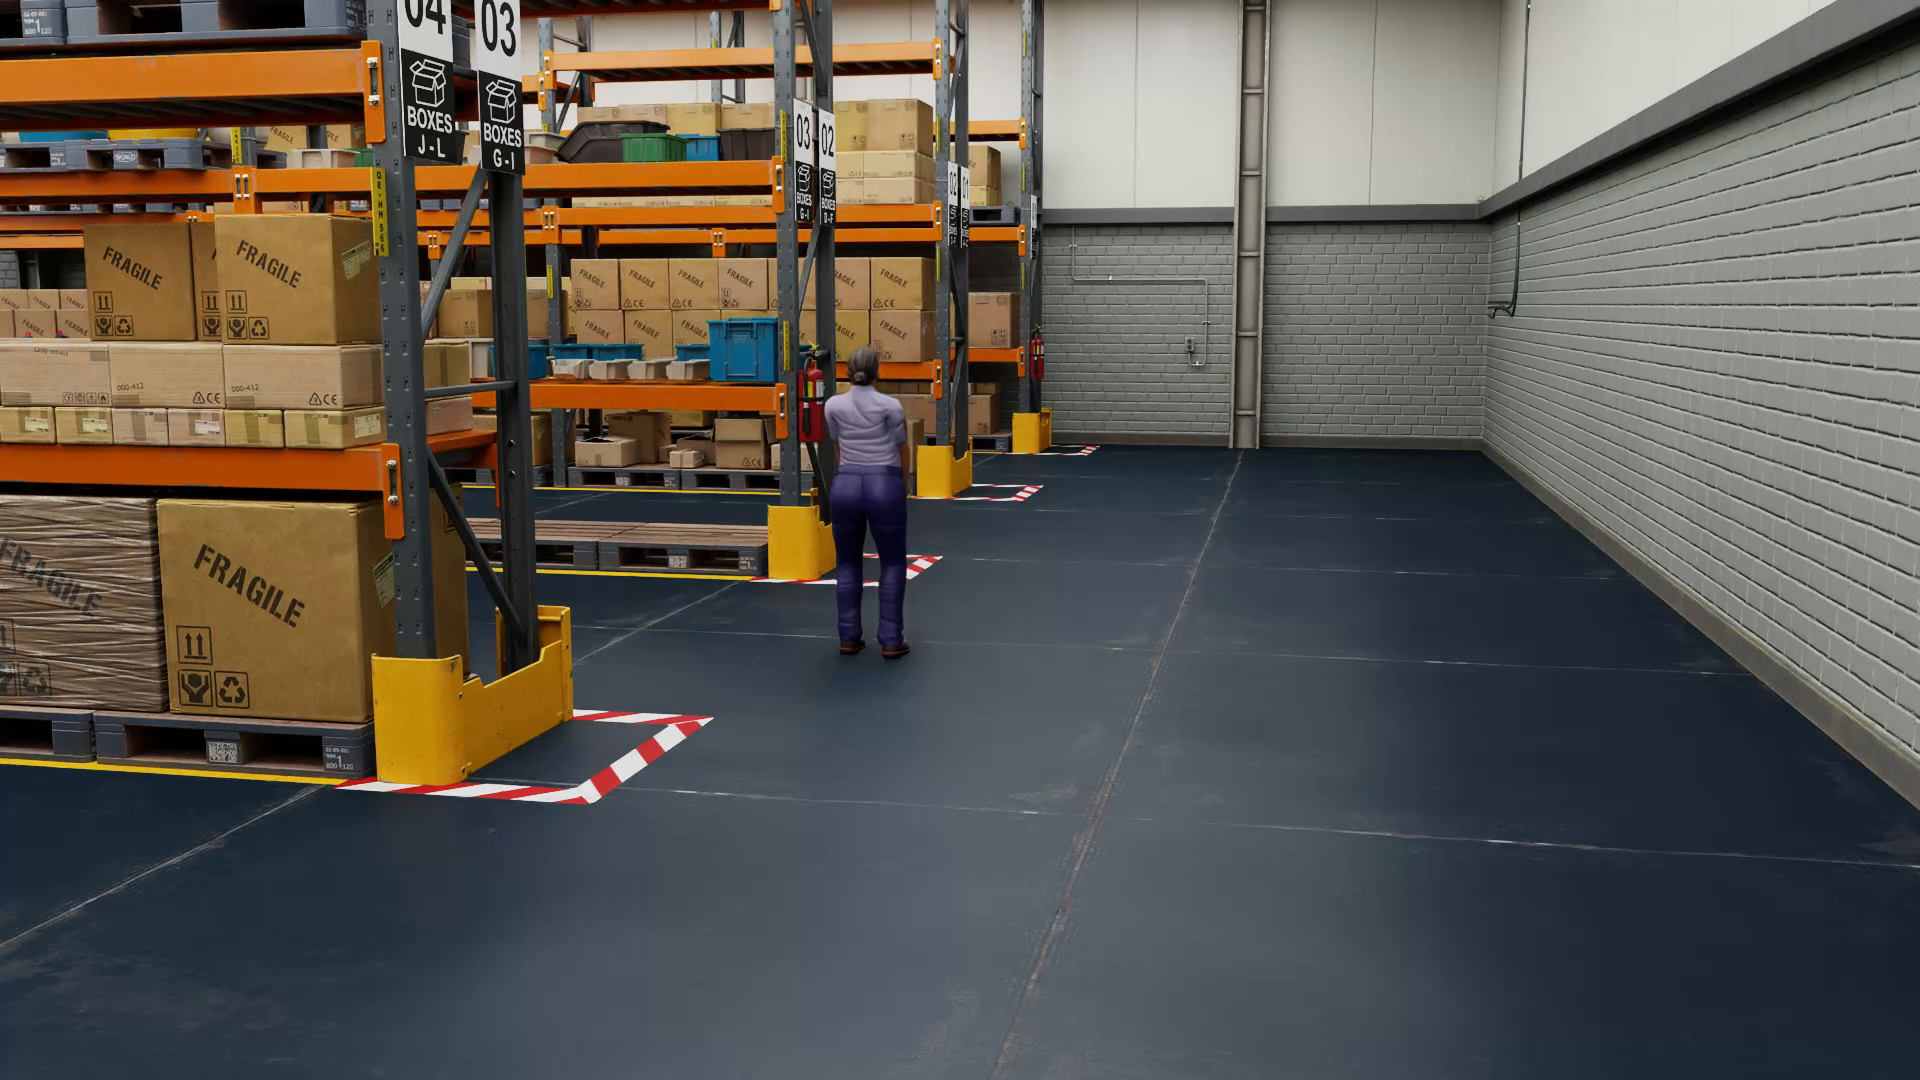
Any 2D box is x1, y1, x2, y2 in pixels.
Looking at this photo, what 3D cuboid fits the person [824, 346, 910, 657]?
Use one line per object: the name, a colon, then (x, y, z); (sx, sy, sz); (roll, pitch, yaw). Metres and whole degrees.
person: (-0.475, -0.211, 8.897); (0.434, 1.646, 0.499); (2, 8, 11)
